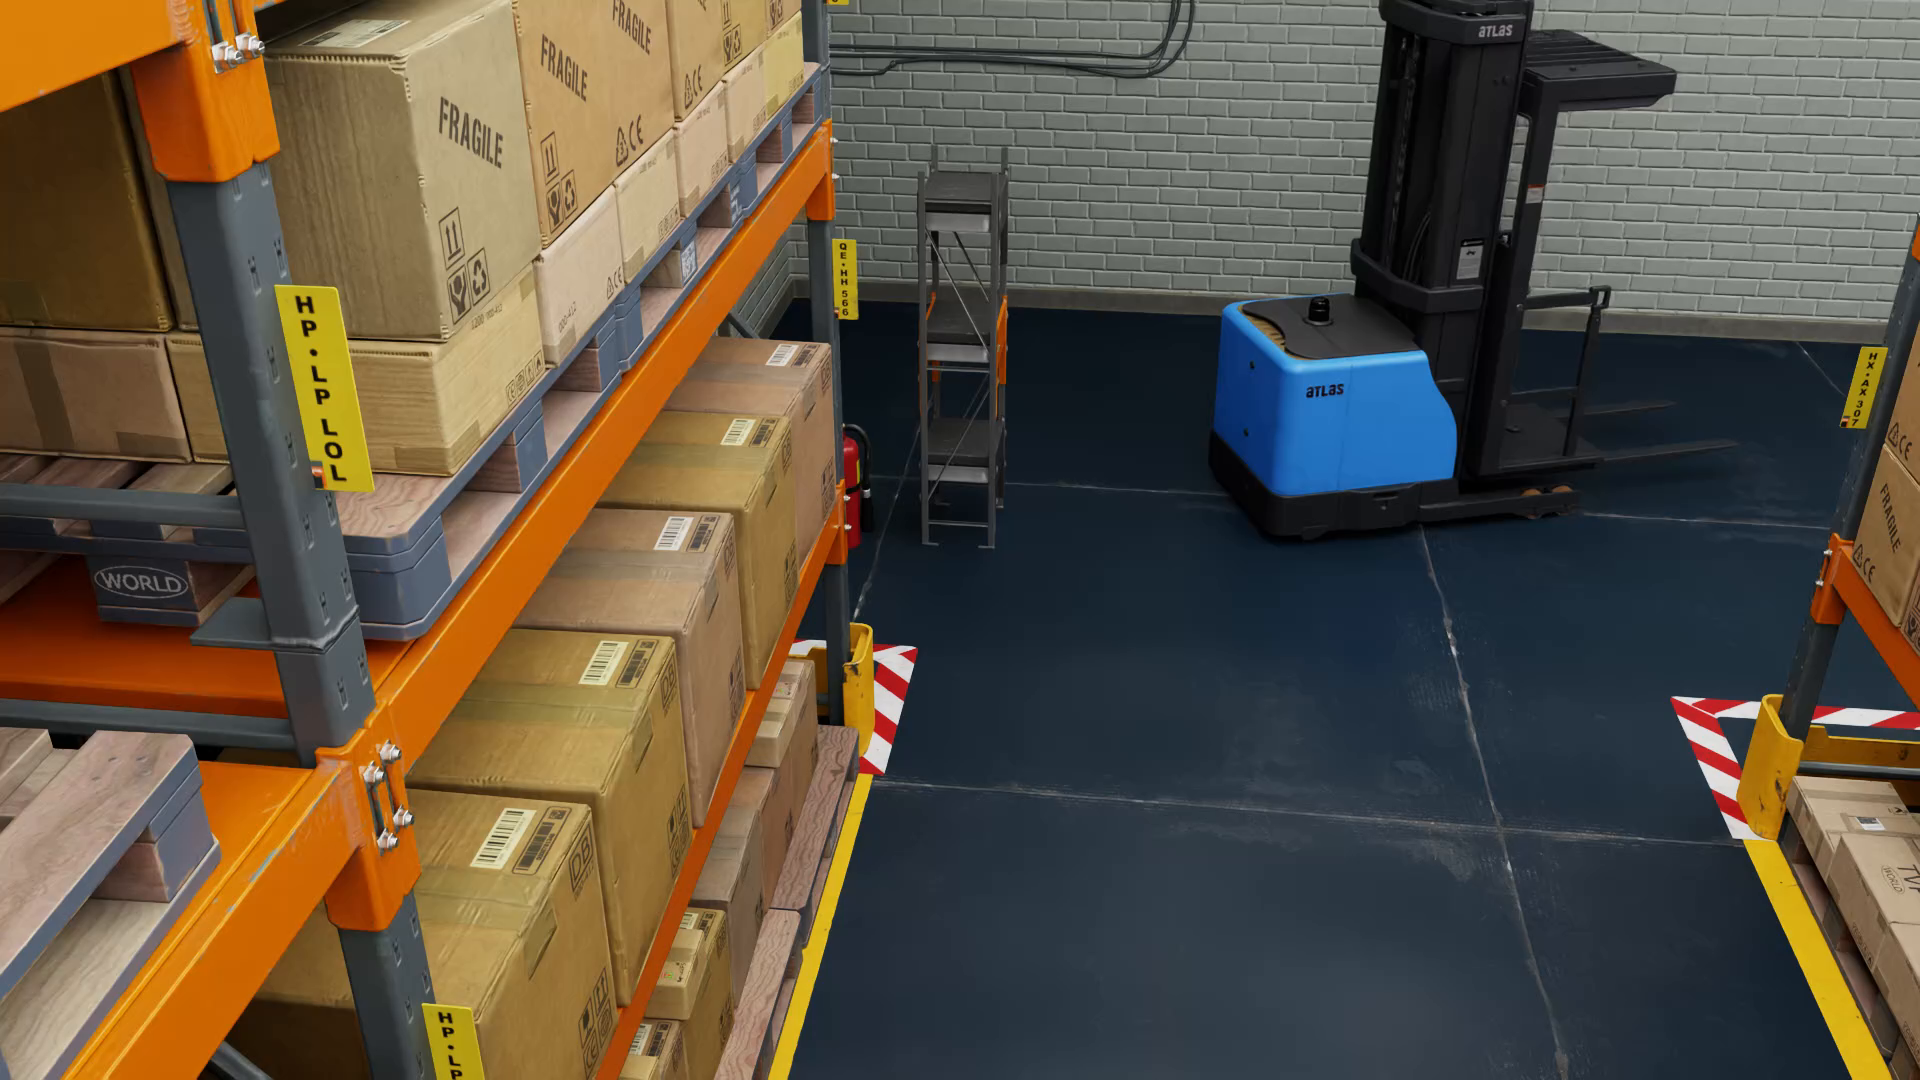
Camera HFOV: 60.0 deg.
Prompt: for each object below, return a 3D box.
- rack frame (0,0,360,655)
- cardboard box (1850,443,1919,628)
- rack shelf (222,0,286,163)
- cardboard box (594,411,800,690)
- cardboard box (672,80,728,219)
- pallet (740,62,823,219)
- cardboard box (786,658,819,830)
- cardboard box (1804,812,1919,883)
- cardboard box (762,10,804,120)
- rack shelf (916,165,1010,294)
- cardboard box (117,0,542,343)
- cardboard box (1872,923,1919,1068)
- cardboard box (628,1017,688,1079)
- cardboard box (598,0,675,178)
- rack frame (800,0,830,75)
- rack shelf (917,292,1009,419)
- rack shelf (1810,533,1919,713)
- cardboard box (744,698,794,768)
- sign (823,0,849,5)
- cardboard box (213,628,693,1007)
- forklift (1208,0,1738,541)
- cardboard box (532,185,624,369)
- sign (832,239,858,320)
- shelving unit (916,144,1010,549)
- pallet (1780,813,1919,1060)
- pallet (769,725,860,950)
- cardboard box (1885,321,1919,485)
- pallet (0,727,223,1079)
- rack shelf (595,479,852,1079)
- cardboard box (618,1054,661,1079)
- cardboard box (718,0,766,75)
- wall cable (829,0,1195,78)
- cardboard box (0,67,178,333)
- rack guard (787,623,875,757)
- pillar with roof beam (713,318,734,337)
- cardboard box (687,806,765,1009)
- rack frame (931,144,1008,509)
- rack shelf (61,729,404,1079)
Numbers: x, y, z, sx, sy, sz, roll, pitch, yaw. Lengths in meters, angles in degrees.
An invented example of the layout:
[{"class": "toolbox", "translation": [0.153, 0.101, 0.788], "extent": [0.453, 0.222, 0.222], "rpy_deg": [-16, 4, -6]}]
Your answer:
[{"class": "rack frame", "translation": [-1.479, -1.201, 1.991], "extent": [1.000, 3.000, 0.127], "rpy_deg": [3, 28, 6]}, {"class": "cardboard box", "translation": [3.612, -0.007, 5.994], "extent": [0.500, 0.500, 0.500], "rpy_deg": [4, 29, 7]}, {"class": "rack shelf", "translation": [-1.234, -1.649, 4.004], "extent": [1.077, 0.370, 4.000], "rpy_deg": [3, 28, 6]}, {"class": "cardboard box", "translation": [-1.119, 0.009, 5.754], "extent": [0.980, 0.700, 0.700], "rpy_deg": [3, 28, 6]}, {"class": "cardboard box", "translation": [-0.937, -1.075, 4.531], "extent": [0.500, 0.250, 0.500], "rpy_deg": [3, 28, 5]}, {"class": "pallet", "translation": [-1.069, -1.374, 5.569], "extent": [1.003, 0.211, 1.213], "rpy_deg": [3, 28, 6]}, {"class": "cardboard box", "translation": [-0.975, 0.809, 6.779], "extent": [0.700, 0.500, 0.500], "rpy_deg": [3, 28, 6]}, {"class": "cardboard box", "translation": [3.505, 1.192, 6.398], "extent": [0.380, 0.166, 0.250], "rpy_deg": [3, 28, 6]}, {"class": "cardboard box", "translation": [-0.815, -1.566, 5.441], "extent": [0.500, 0.250, 0.500], "rpy_deg": [4, 29, 8]}, {"class": "rack shelf", "translation": [0.020, -1.607, 8.571], "extent": [0.431, 0.518, 0.480], "rpy_deg": [3, 28, 6]}, {"class": "cardboard box", "translation": [-1.113, -0.692, 3.029], "extent": [0.500, 0.500, 0.500], "rpy_deg": [3, 28, 6]}, {"class": "cardboard box", "translation": [3.457, 1.571, 5.607], "extent": [0.500, 0.250, 0.500], "rpy_deg": [3, 28, 6]}, {"class": "cardboard box", "translation": [-1.221, 1.774, 4.988], "extent": [0.700, 0.500, 0.500], "rpy_deg": [3, 28, 6]}, {"class": "cardboard box", "translation": [-1.001, -1.167, 3.911], "extent": [0.500, 0.500, 0.500], "rpy_deg": [4, 29, 7]}, {"class": "rack frame", "translation": [-0.989, -3.083, 5.486], "extent": [1.000, 3.000, 0.127], "rpy_deg": [3, 28, 6]}, {"class": "rack shelf", "translation": [0.020, -0.990, 8.903], "extent": [0.431, 0.518, 0.480], "rpy_deg": [3, 28, 6]}, {"class": "rack shelf", "translation": [3.683, 1.102, 4.800], "extent": [1.077, 0.370, 4.000], "rpy_deg": [3, 28, 6]}, {"class": "cardboard box", "translation": [-0.841, 0.714, 6.270], "extent": [0.380, 0.149, 0.250], "rpy_deg": [4, 29, 8]}, {"class": "sign", "translation": [-0.452, -2.080, 5.935], "extent": [0.100, 0.325, 0.005], "rpy_deg": [3, 28, 6]}, {"class": "cardboard box", "translation": [-1.301, 0.711, 4.452], "extent": [0.980, 0.700, 0.700], "rpy_deg": [3, 28, 5]}, {"class": "forklift", "translation": [3.056, -1.647, 9.216], "extent": [3.031, 2.935, 1.130], "rpy_deg": [-7, 29, -12]}, {"class": "cardboard box", "translation": [-1.056, -0.592, 3.633], "extent": [0.500, 0.250, 0.500], "rpy_deg": [3, 28, 5]}, {"class": "sign", "translation": [-0.452, -1.018, 6.507], "extent": [0.100, 0.325, 0.005], "rpy_deg": [3, 28, 6]}, {"class": "shelving unit", "translation": [0.020, -1.002, 8.897], "extent": [0.431, 2.100, 0.503], "rpy_deg": [3, 28, 6]}, {"class": "pallet", "translation": [3.822, 1.483, 6.276], "extent": [1.003, 0.211, 1.213], "rpy_deg": [3, 28, 6]}, {"class": "pallet", "translation": [-1.009, 1.166, 6.863], "extent": [1.003, 0.211, 1.213], "rpy_deg": [3, 28, 6]}, {"class": "cardboard box", "translation": [3.612, -0.447, 5.757], "extent": [0.500, 0.500, 0.500], "rpy_deg": [4, 29, 8]}, {"class": "pallet", "translation": [-1.542, 0.639, 1.941], "extent": [0.805, 0.209, 1.217], "rpy_deg": [2, 28, 4]}, {"class": "rack shelf", "translation": [-1.234, 0.816, 5.332], "extent": [1.077, 0.370, 4.000], "rpy_deg": [3, 28, 6]}, {"class": "cardboard box", "translation": [-1.062, 1.574, 4.675], "extent": [0.380, 0.149, 0.250], "rpy_deg": [4, 29, 8]}, {"class": "cardboard box", "translation": [-0.880, -1.661, 4.826], "extent": [0.500, 0.500, 0.500], "rpy_deg": [4, 29, 8]}, {"class": "wall cable", "translation": [0.059, -4.358, 11.125], "extent": [3.097, 2.526, 0.112], "rpy_deg": [3, 28, 6]}, {"class": "cardboard box", "translation": [-1.625, -0.715, 3.072], "extent": [0.500, 0.500, 0.500], "rpy_deg": [3, 28, 6]}, {"class": "rack guard", "translation": [-0.986, 0.647, 7.522], "extent": [1.175, 0.500, 0.348], "rpy_deg": [3, 28, 6]}, {"class": "pillar with roof beam", "translation": [2.756, -4.154, 7.474], "extent": [9.100, 9.000, 0.400], "rpy_deg": [3, 28, 6]}, {"class": "cardboard box", "translation": [-1.098, 1.281, 5.903], "extent": [0.700, 0.500, 0.500], "rpy_deg": [2, 28, 5]}, {"class": "rack frame", "translation": [0.050, -1.117, 9.110], "extent": [0.400, 2.100, 0.015], "rpy_deg": [3, 28, 6]}, {"class": "rack shelf", "translation": [-1.724, 1.378, 1.125], "extent": [1.077, 0.370, 4.000], "rpy_deg": [3, 28, 6]}]
